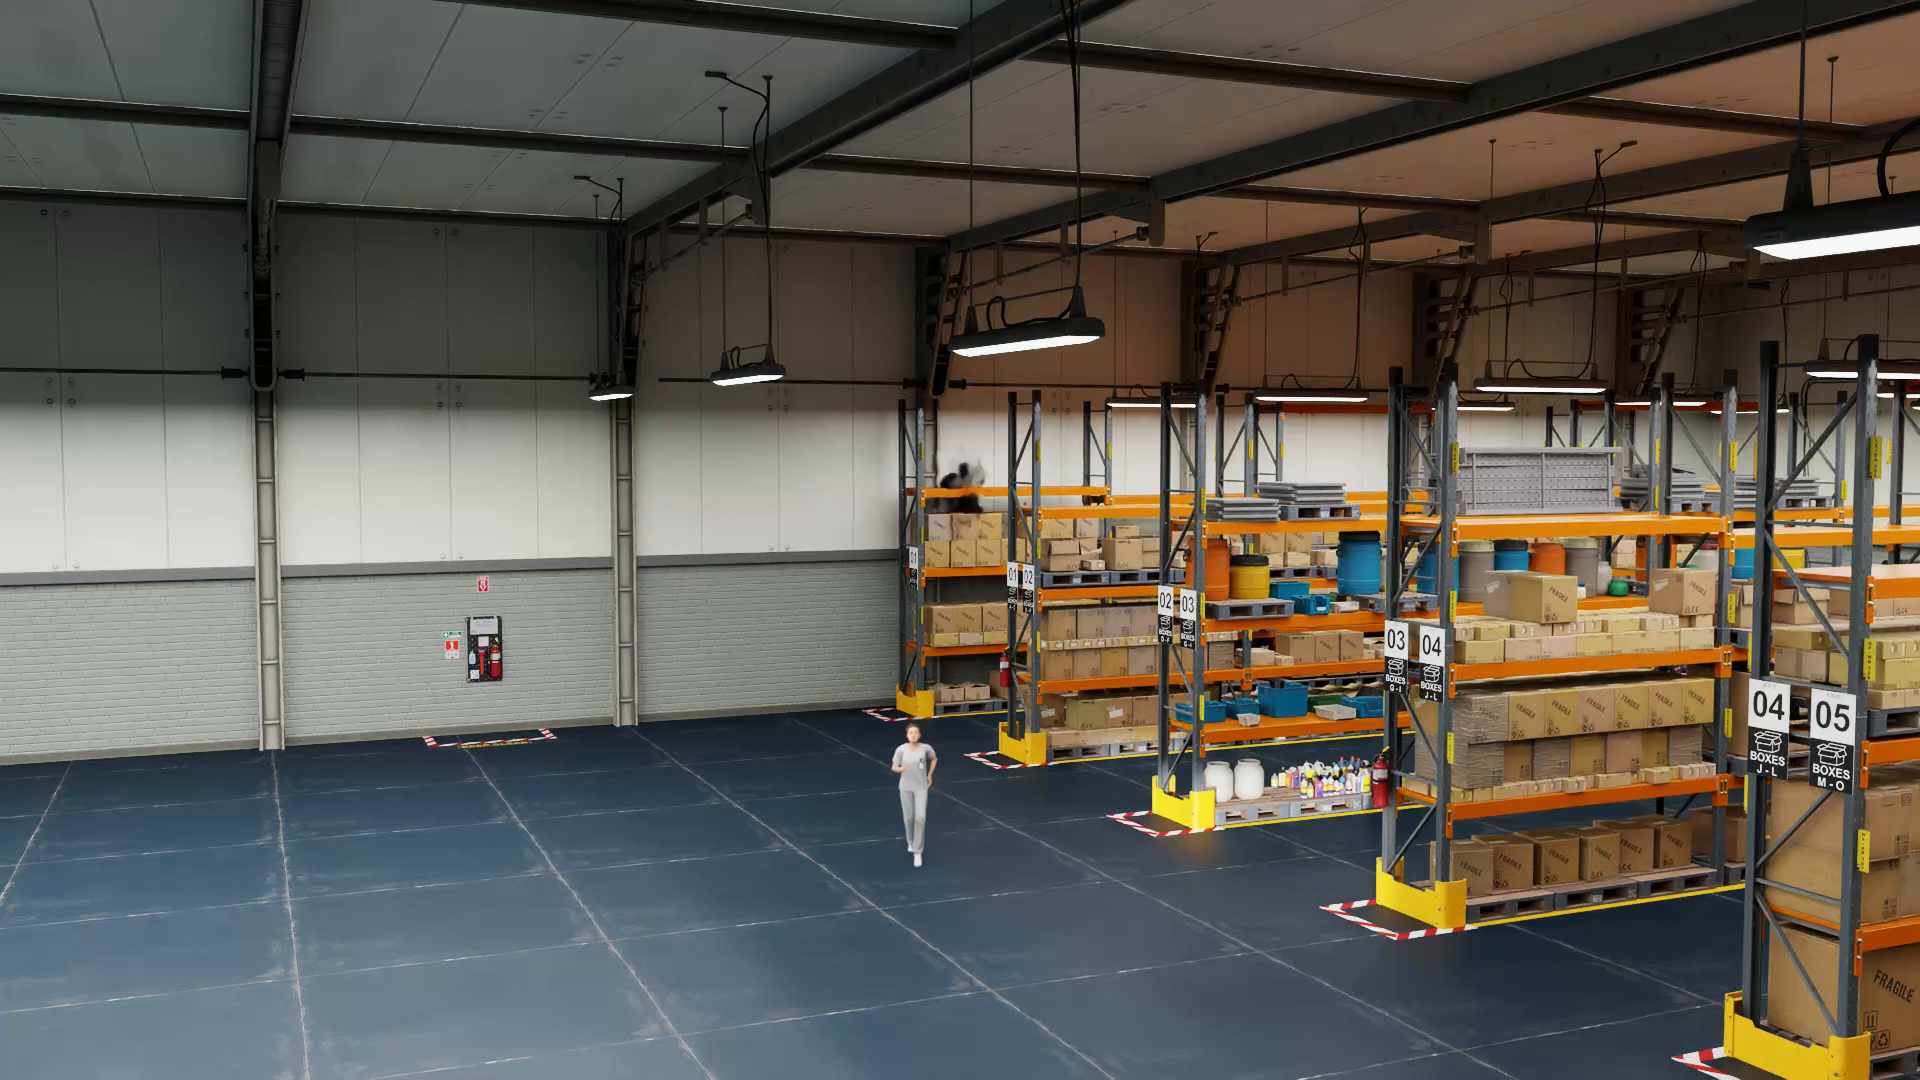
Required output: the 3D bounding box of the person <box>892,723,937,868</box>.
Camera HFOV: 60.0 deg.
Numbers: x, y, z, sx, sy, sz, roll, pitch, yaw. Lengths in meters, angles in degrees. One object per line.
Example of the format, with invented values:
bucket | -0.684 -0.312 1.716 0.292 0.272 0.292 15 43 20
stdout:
person | -0.567 3.115 20.548 0.552 1.713 0.758 0 3 2
